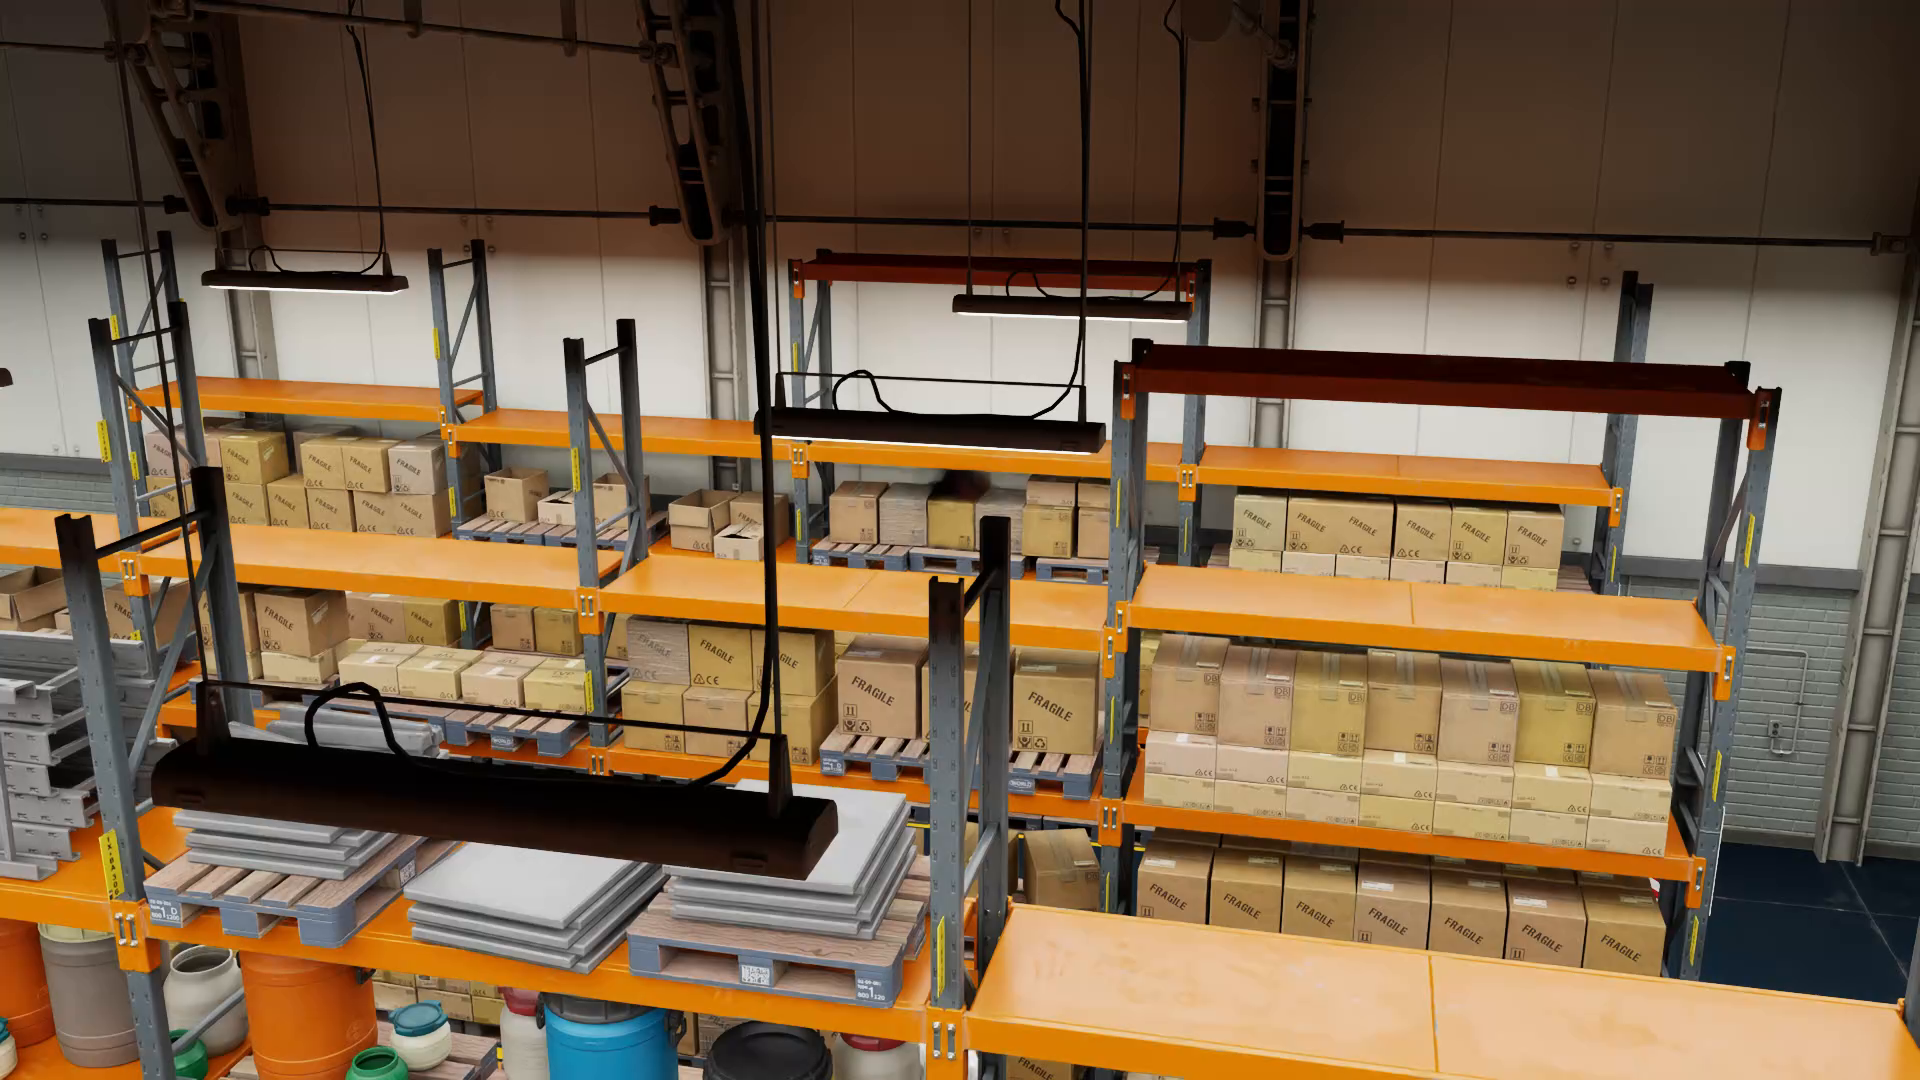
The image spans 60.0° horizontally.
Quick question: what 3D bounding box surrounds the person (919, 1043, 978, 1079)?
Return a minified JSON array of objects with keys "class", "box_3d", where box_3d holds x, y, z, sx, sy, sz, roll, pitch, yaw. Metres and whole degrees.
[{"class":"person","box_3d":[-0.073,3.979,11.623,0.617,1.773,0.441,9,19,29]}]
